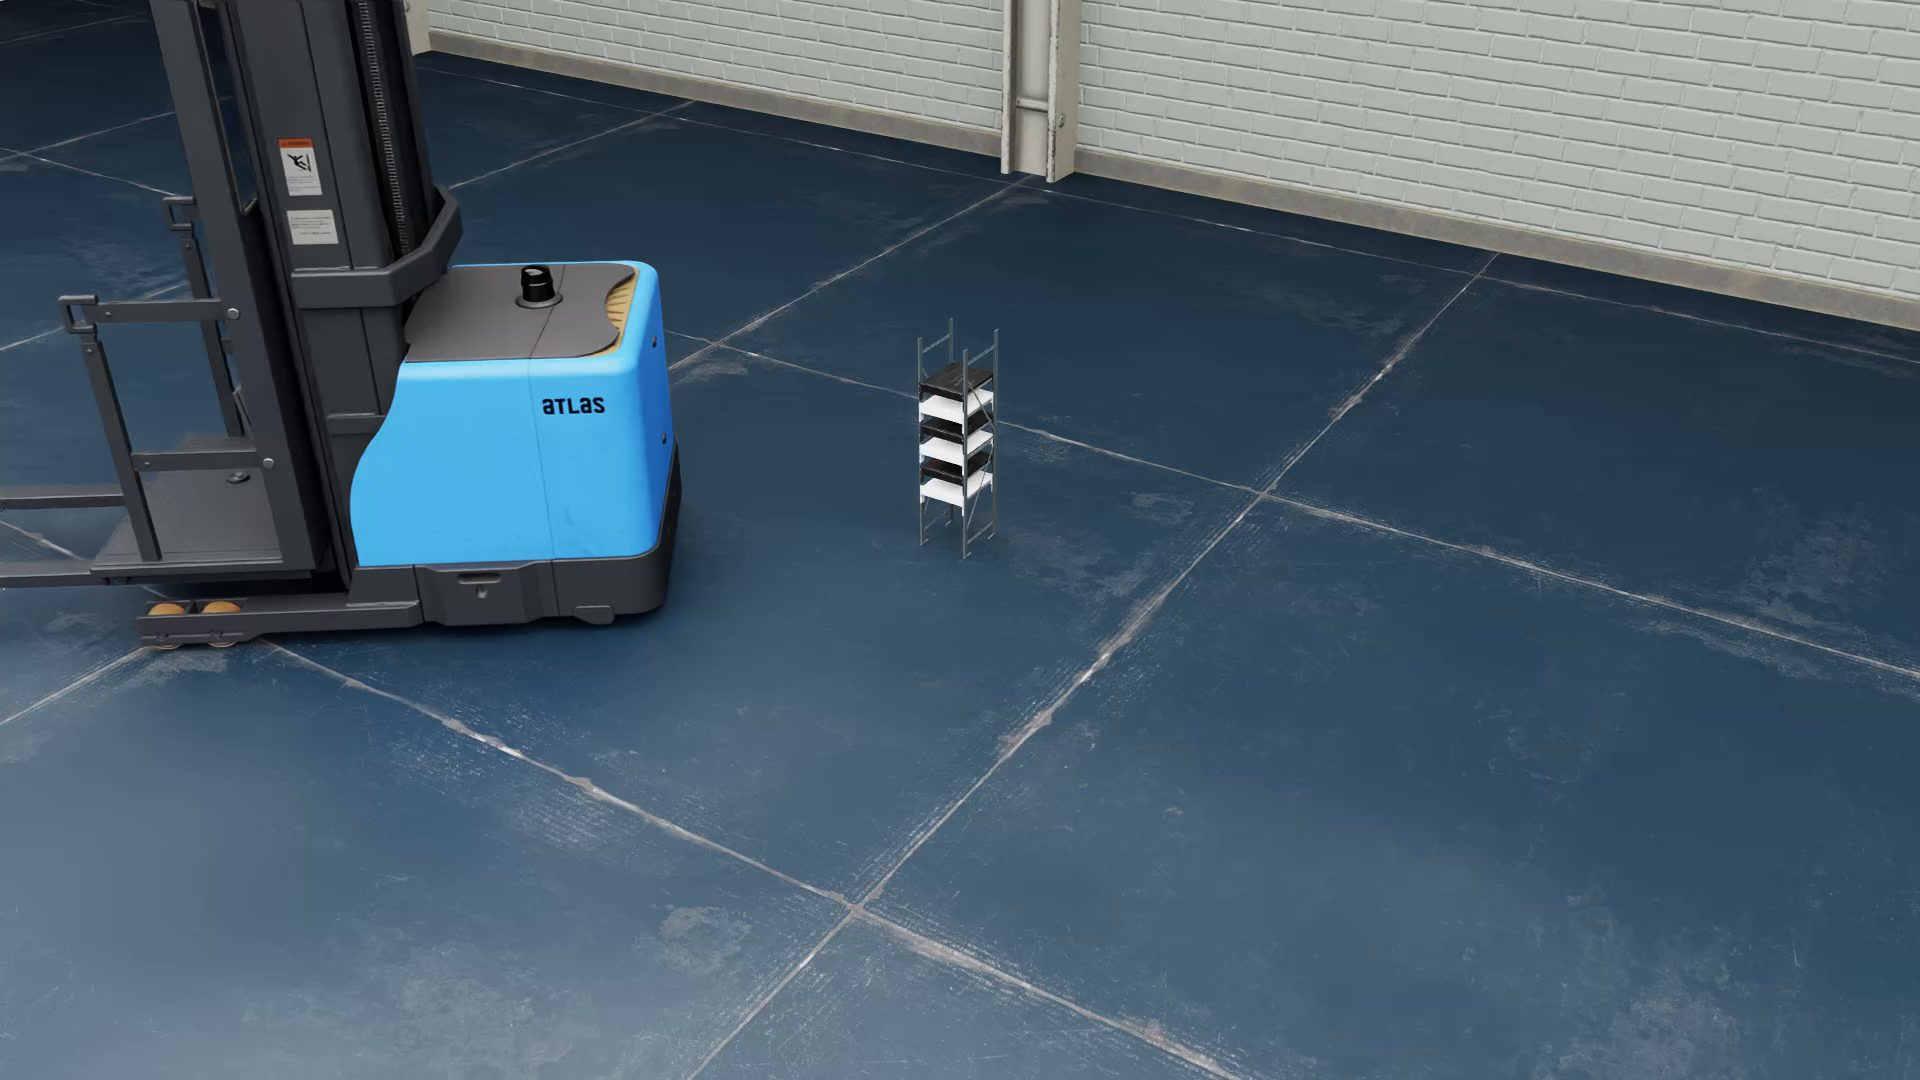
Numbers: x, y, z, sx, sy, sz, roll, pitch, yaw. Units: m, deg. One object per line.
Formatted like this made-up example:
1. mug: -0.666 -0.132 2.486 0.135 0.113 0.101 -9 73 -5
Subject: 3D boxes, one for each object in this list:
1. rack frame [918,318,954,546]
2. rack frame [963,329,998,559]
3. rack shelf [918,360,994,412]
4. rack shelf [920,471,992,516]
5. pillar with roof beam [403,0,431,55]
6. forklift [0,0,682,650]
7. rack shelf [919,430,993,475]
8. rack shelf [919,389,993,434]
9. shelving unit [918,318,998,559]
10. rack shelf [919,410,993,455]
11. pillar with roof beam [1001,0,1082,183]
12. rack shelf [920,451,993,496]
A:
1. rack frame: -0.093 -0.418 6.574 0.006 0.900 0.240 18 35 27
2. rack frame: 0.079 -0.364 6.480 0.006 0.900 0.240 18 35 27
3. rack shelf: -0.007 -0.595 6.408 0.200 0.077 0.258 18 35 27
4. rack shelf: -0.007 -0.207 6.634 0.200 0.077 0.258 18 35 27
5. pillar with roof beam: -6.858 -6.071 8.227 0.400 9.000 9.100 18 35 27
6. forklift: -2.644 -1.144 5.801 3.031 2.935 1.130 -2 30 -4
7. rack shelf: -0.007 -0.362 6.544 0.200 0.077 0.258 18 35 27
8. rack shelf: -0.007 -0.518 6.453 0.200 0.077 0.258 18 35 27
9. shelving unit: -0.007 -0.391 6.527 0.210 0.900 0.258 18 35 27
10. rack shelf: -0.007 -0.440 6.498 0.200 0.077 0.258 18 35 27
11. pillar with roof beam: -1.776 -4.464 5.472 0.400 9.000 9.100 18 35 27
12. rack shelf: -0.007 -0.284 6.589 0.200 0.077 0.258 18 35 27
